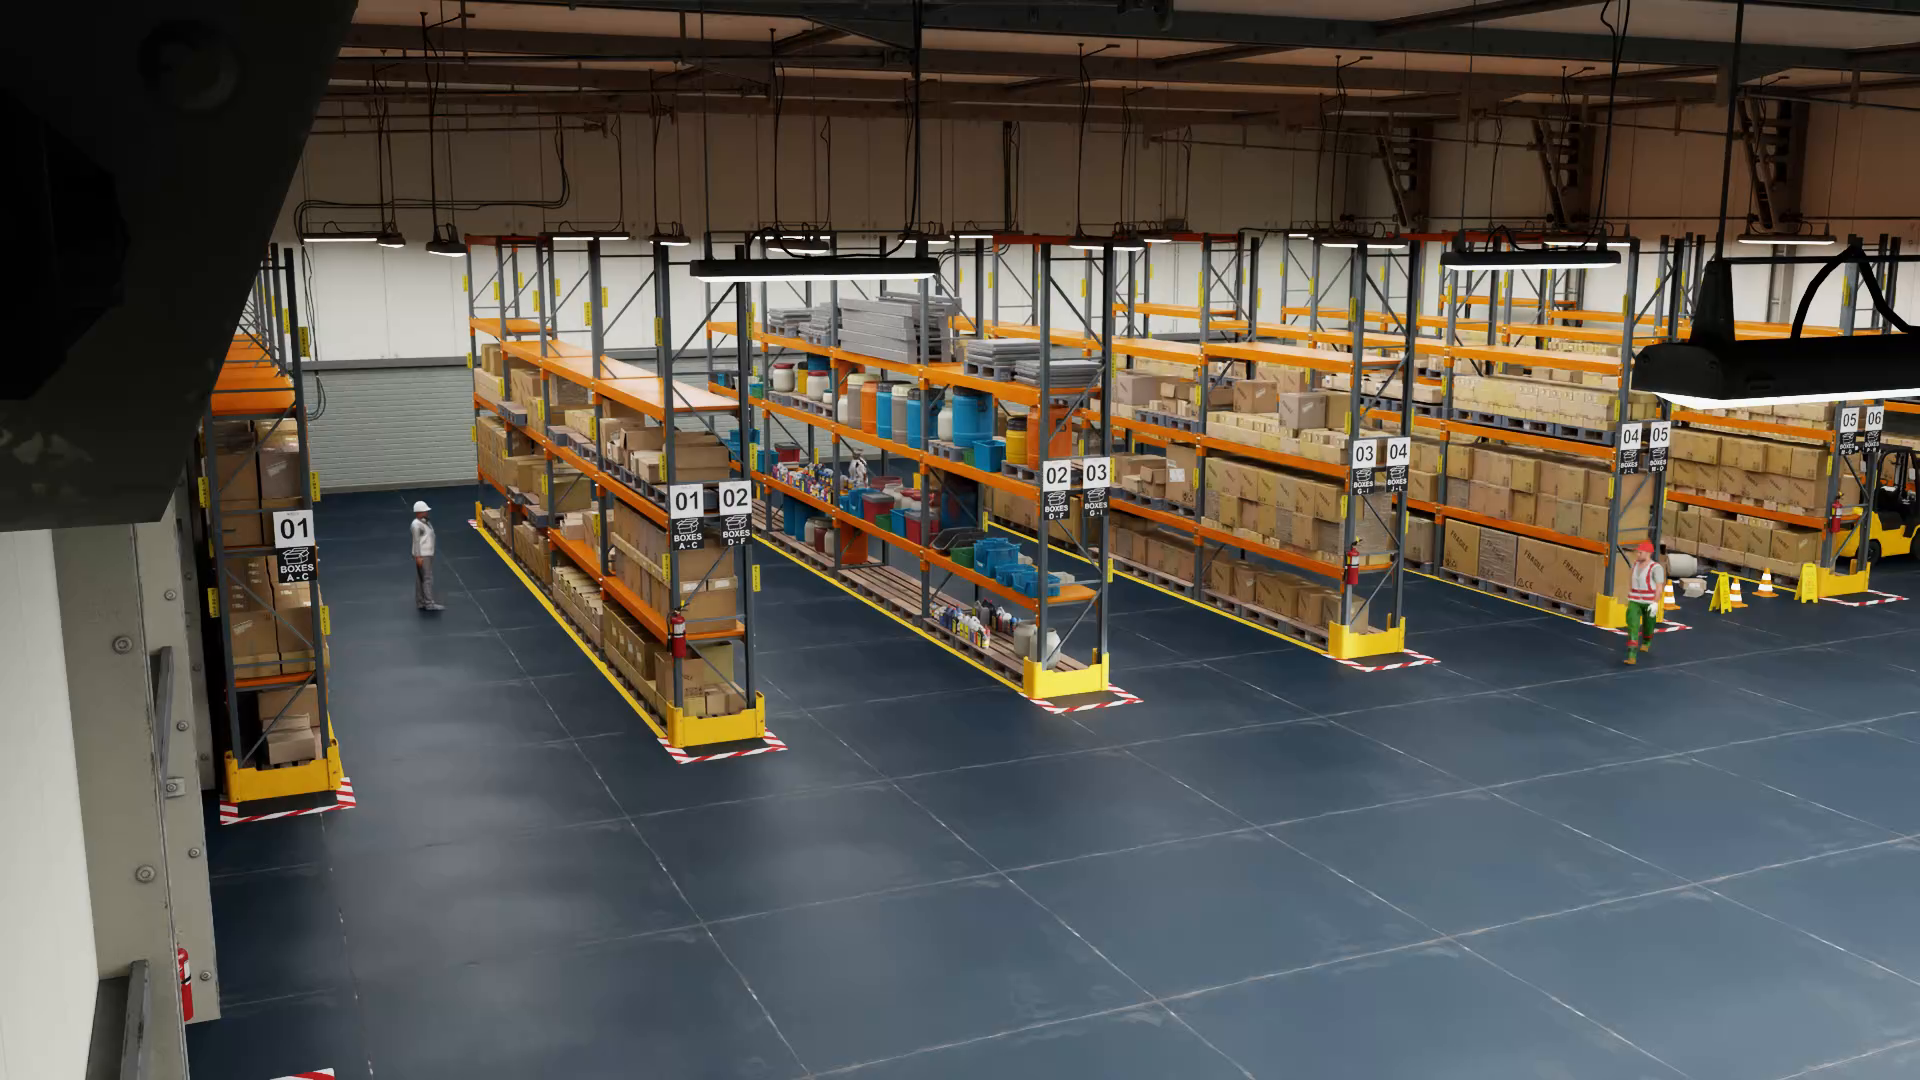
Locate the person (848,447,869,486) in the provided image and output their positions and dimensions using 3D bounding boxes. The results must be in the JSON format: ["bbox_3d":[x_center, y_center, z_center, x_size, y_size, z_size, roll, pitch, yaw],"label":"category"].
[{"bbox_3d":[-2.118,-1.088,34.303,0.419,1.685,0.469,-10,15,-41],"label":"person"}]

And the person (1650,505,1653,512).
[{"bbox_3d":[15.065,-1.487,36.242,0.419,1.820,0.592,2,11,8],"label":"person"}]

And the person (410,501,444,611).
[{"bbox_3d":[-8.744,0.238,27.259,0.452,1.781,0.557,-4,12,-18],"label":"person"}]

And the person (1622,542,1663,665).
[{"bbox_3d":[9.841,0.892,23.942,0.472,1.754,1.064,4,12,20],"label":"person"}]
